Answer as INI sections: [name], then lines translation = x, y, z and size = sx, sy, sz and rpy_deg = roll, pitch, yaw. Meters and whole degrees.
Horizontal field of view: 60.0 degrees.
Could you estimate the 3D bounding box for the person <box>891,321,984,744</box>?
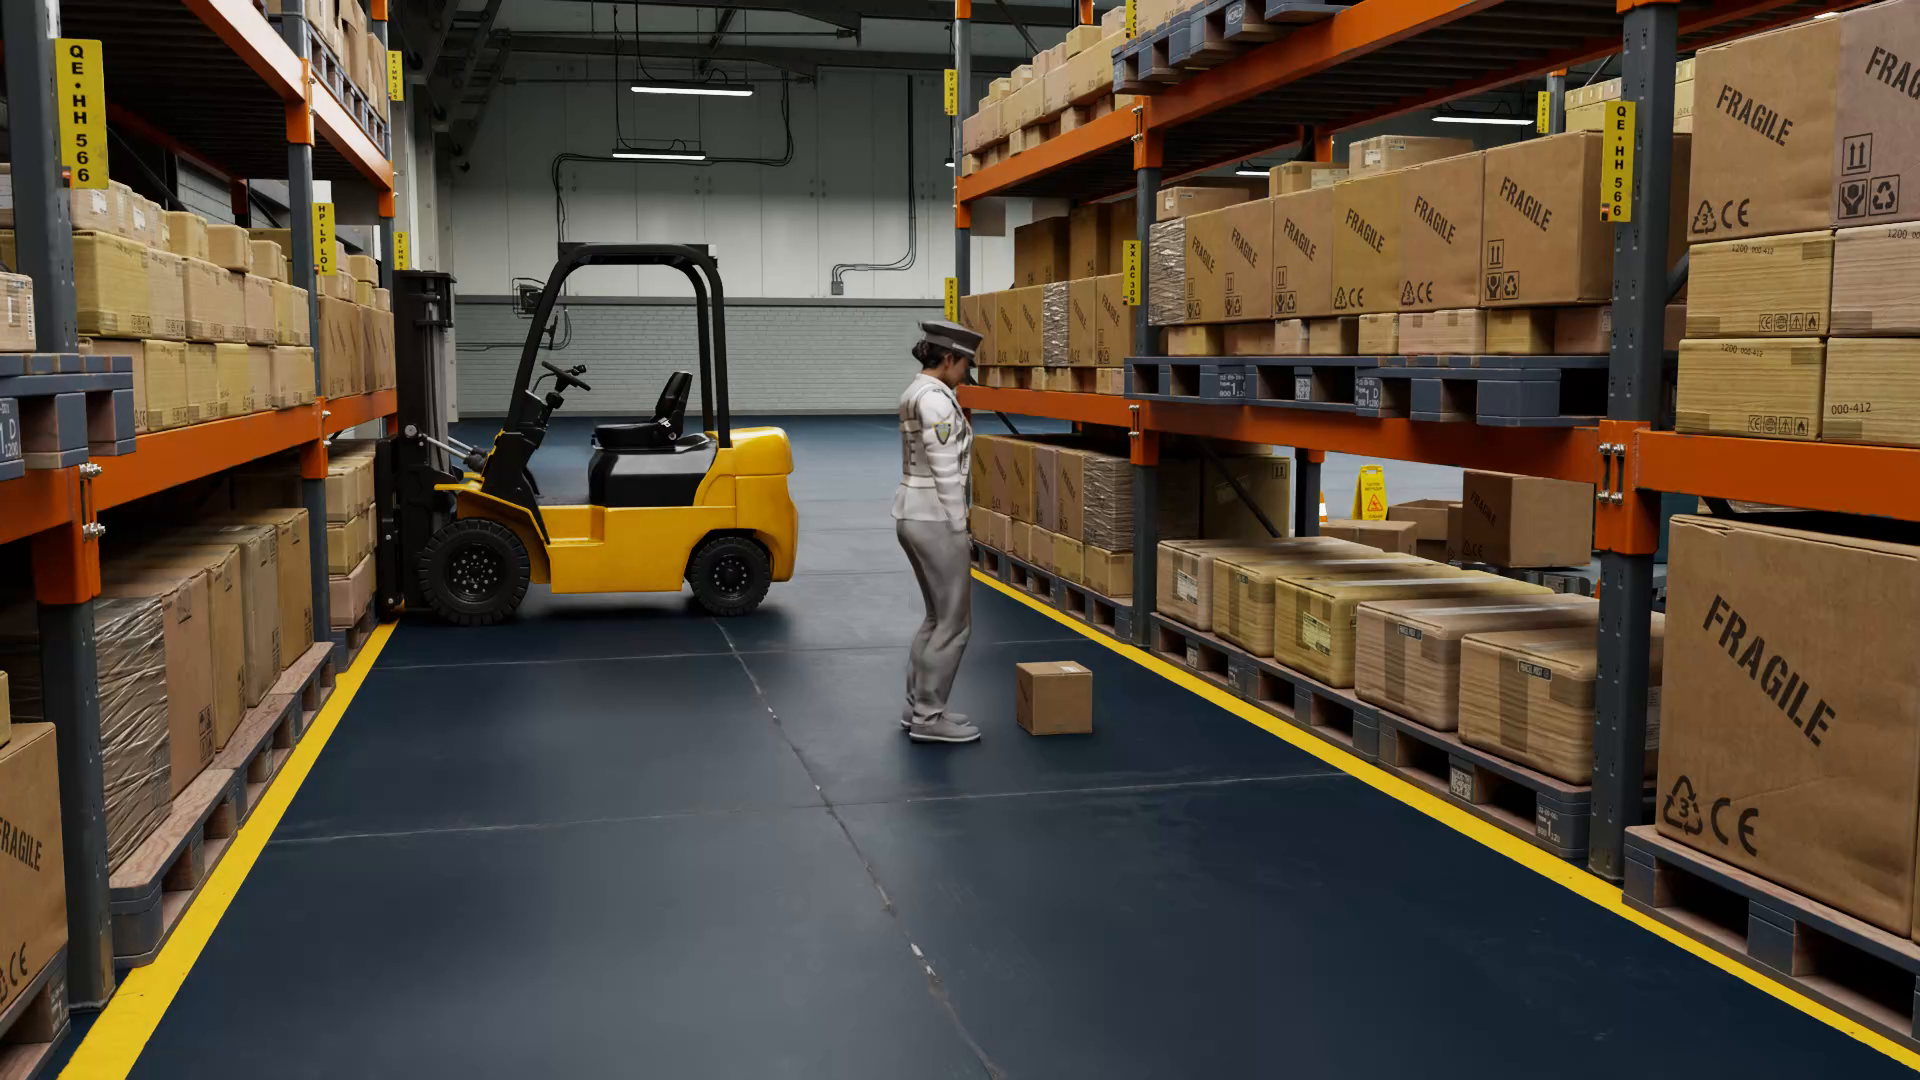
[person]
translation = -0.088, -0.037, 6.616
size = 0.366, 1.654, 0.482
rpy_deg = -1, 6, -12
